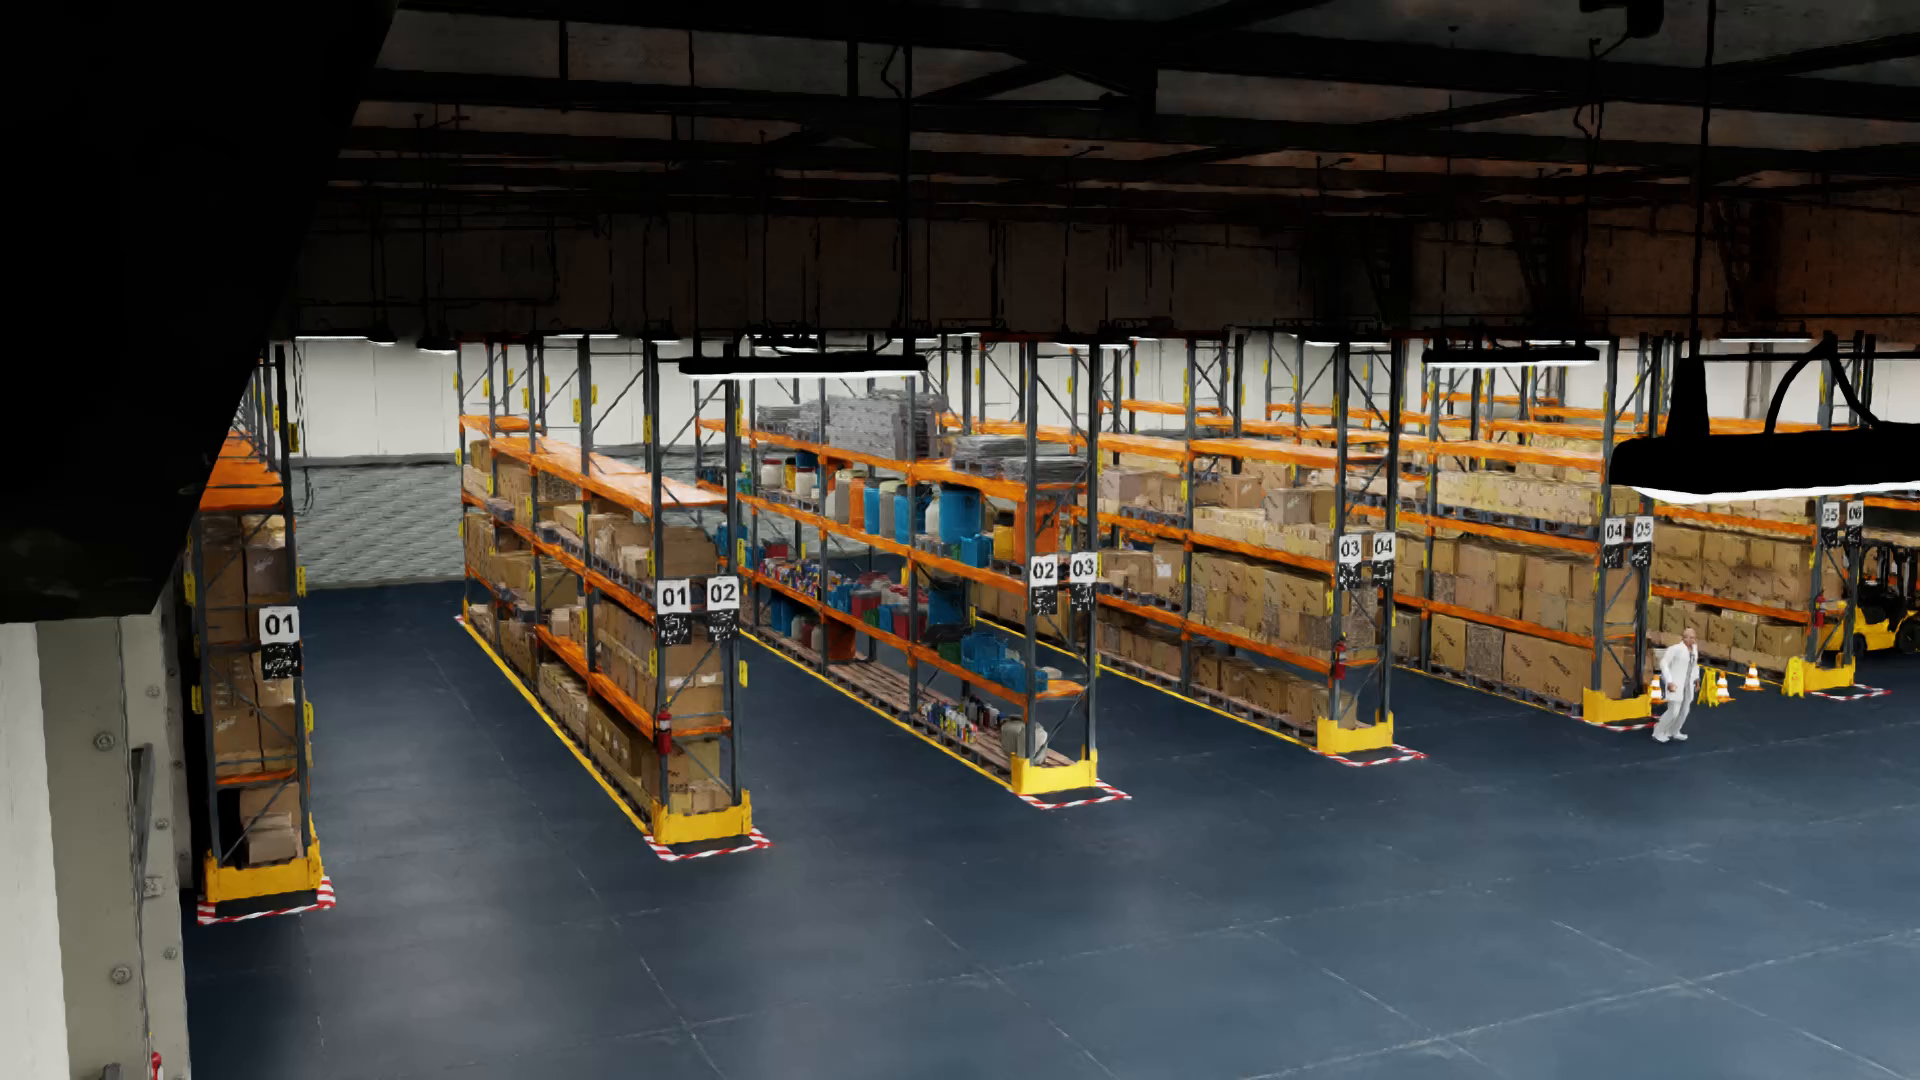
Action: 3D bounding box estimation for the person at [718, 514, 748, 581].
[{"bbox_3d":[-5.442,0.141,39.528,0.554,1.724,1.029,-5,9,-32],"label":"person"}]

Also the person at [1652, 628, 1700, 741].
[{"bbox_3d":[10.705,2.144,24.800,0.729,1.734,0.546,-4,9,-26],"label":"person"}]

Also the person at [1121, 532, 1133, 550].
[{"bbox_3d":[3.636,0.583,36.822,0.479,1.567,1.090,-3,8,-22],"label":"person"}]

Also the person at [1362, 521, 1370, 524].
[{"bbox_3d":[9.096,0.414,37.481,0.600,1.718,0.656,-1,8,-6],"label":"person"}]
